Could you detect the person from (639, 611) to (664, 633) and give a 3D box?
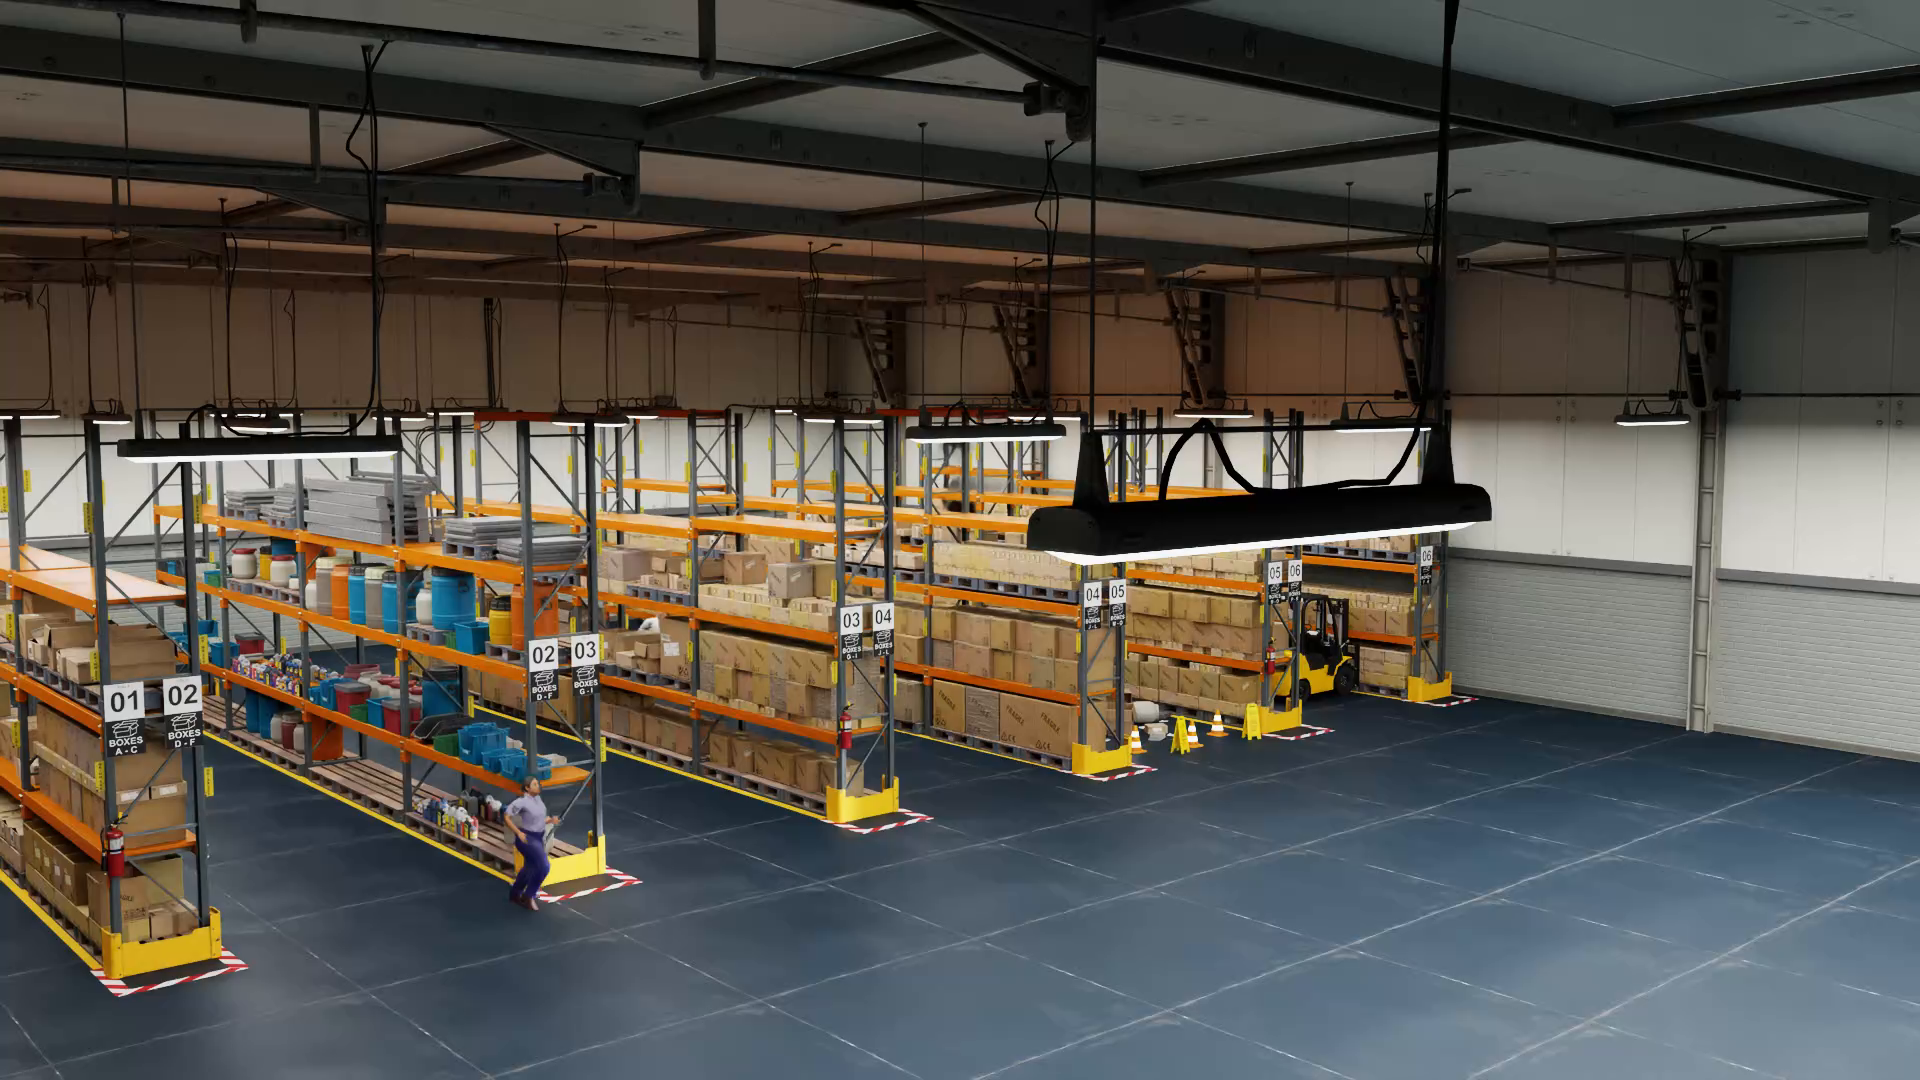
[{"bbox_3d":[-6.427,2.310,35.551,0.705,1.802,1.046,-4,6,-39],"label":"person"}]

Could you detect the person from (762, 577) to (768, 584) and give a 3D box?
[{"bbox_3d":[-5.314,1.586,44.277,0.661,1.755,0.702,-2,6,-26],"label":"person"}]

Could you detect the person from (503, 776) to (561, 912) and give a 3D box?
[{"bbox_3d":[-5.261,3.737,20.458,0.685,1.657,0.579,1,5,8],"label":"person"}]
